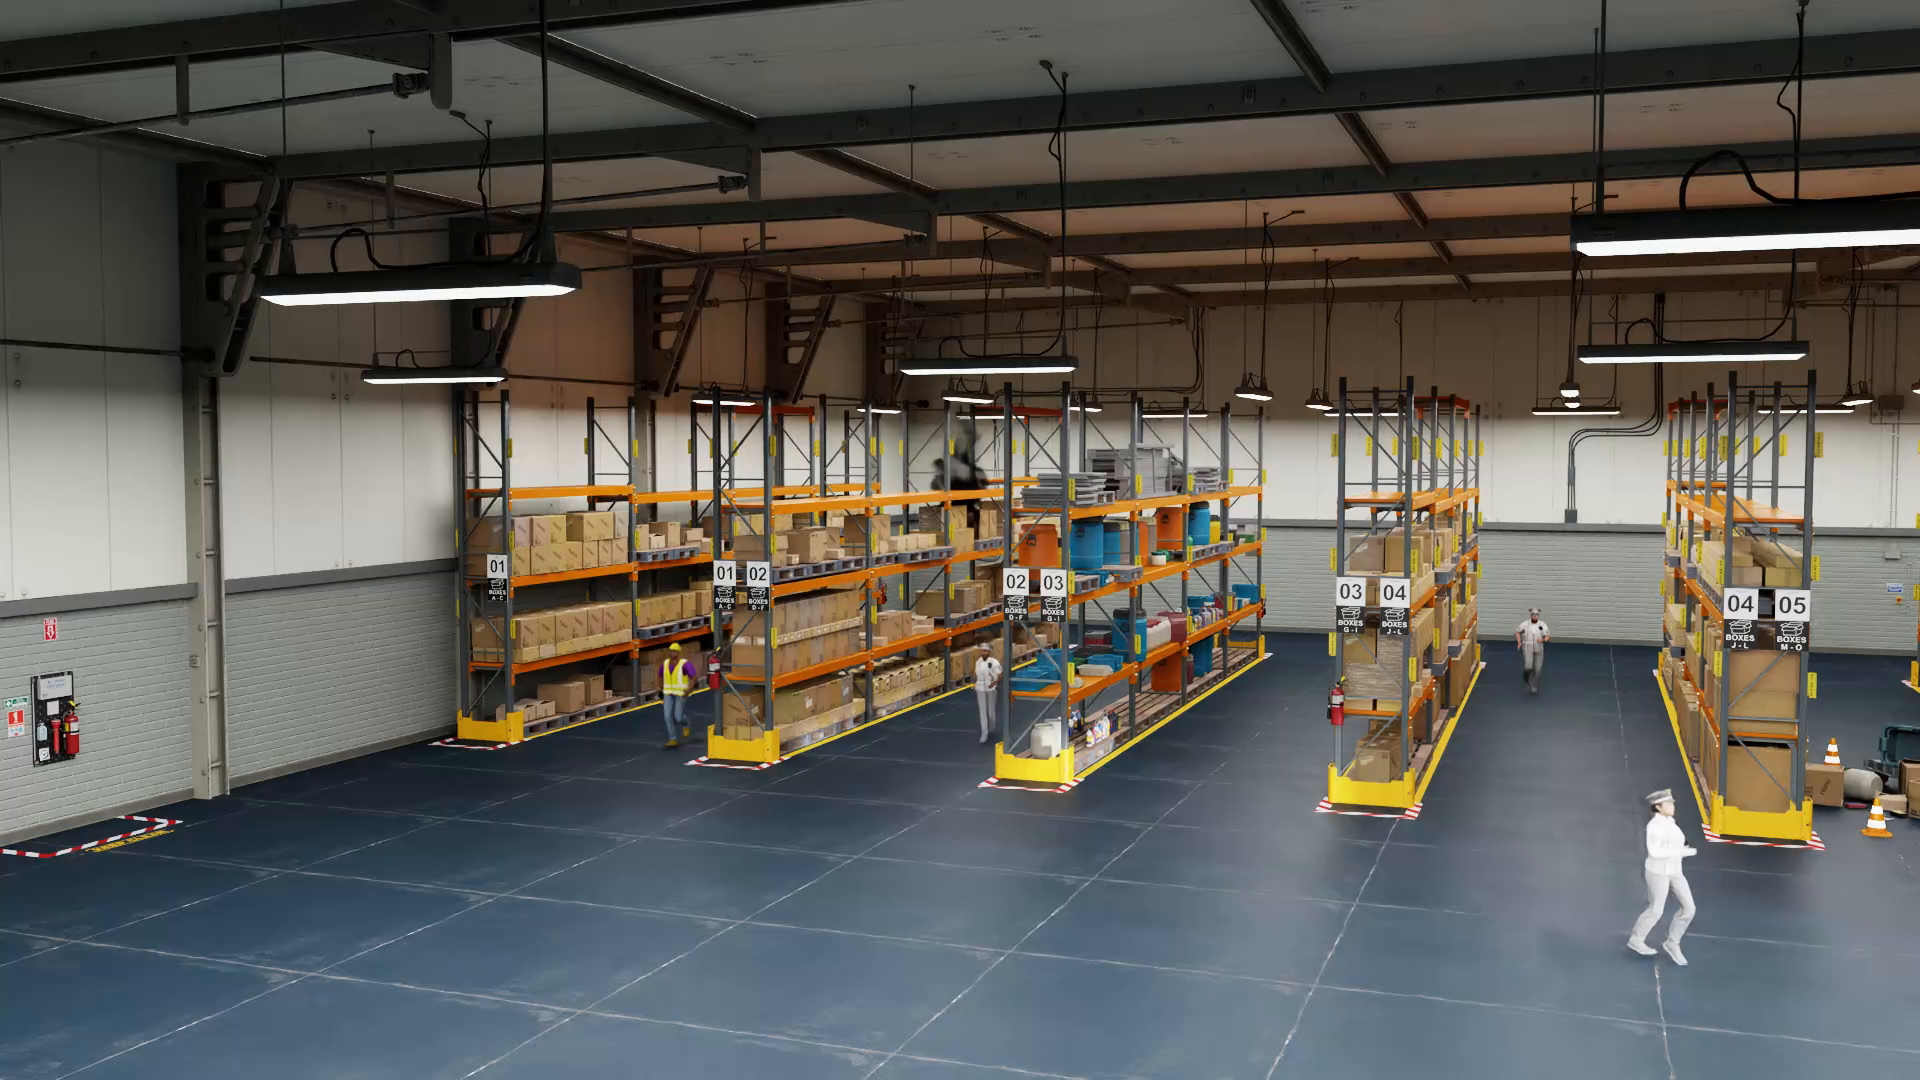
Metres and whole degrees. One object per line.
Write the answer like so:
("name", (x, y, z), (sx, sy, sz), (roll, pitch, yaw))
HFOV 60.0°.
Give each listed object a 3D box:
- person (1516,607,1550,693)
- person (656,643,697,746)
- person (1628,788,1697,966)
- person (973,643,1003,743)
("person", (11.698, 2.252, 33.931), (0.642, 1.761, 0.658), (1, 3, 13))
("person", (-4.785, 2.594, 28.050), (0.730, 1.728, 0.685), (1, 3, 13))
("person", (6.857, 3.275, 16.160), (0.592, 1.724, 0.684), (-2, 4, -38))
("person", (0.480, 2.600, 28.594), (0.576, 1.696, 0.707), (1, 3, 17))
